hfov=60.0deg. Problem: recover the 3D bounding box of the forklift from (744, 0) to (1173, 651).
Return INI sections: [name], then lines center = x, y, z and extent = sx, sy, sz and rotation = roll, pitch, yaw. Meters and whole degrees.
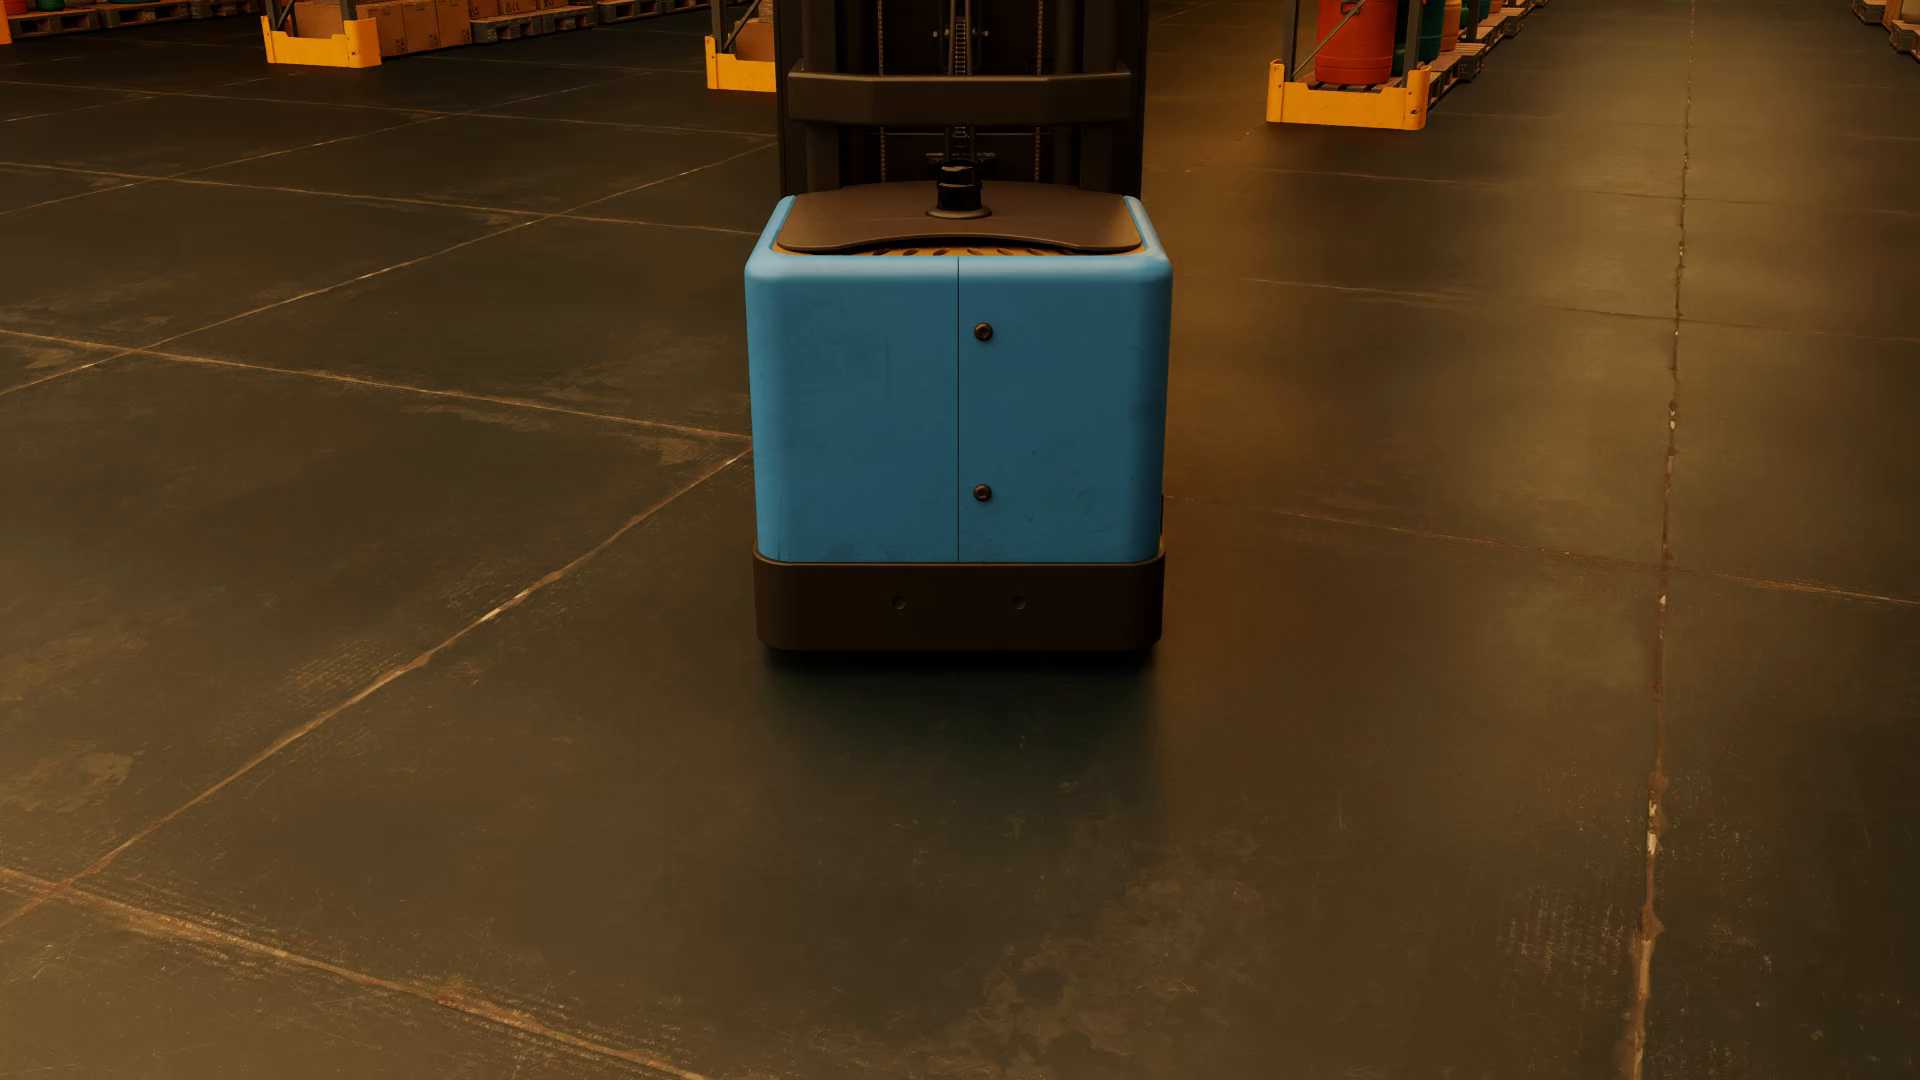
[forklift]
center = 0.002, -1.587, 5.089
extent = 1.130, 2.935, 3.031
rotation = 0, 23, 0
